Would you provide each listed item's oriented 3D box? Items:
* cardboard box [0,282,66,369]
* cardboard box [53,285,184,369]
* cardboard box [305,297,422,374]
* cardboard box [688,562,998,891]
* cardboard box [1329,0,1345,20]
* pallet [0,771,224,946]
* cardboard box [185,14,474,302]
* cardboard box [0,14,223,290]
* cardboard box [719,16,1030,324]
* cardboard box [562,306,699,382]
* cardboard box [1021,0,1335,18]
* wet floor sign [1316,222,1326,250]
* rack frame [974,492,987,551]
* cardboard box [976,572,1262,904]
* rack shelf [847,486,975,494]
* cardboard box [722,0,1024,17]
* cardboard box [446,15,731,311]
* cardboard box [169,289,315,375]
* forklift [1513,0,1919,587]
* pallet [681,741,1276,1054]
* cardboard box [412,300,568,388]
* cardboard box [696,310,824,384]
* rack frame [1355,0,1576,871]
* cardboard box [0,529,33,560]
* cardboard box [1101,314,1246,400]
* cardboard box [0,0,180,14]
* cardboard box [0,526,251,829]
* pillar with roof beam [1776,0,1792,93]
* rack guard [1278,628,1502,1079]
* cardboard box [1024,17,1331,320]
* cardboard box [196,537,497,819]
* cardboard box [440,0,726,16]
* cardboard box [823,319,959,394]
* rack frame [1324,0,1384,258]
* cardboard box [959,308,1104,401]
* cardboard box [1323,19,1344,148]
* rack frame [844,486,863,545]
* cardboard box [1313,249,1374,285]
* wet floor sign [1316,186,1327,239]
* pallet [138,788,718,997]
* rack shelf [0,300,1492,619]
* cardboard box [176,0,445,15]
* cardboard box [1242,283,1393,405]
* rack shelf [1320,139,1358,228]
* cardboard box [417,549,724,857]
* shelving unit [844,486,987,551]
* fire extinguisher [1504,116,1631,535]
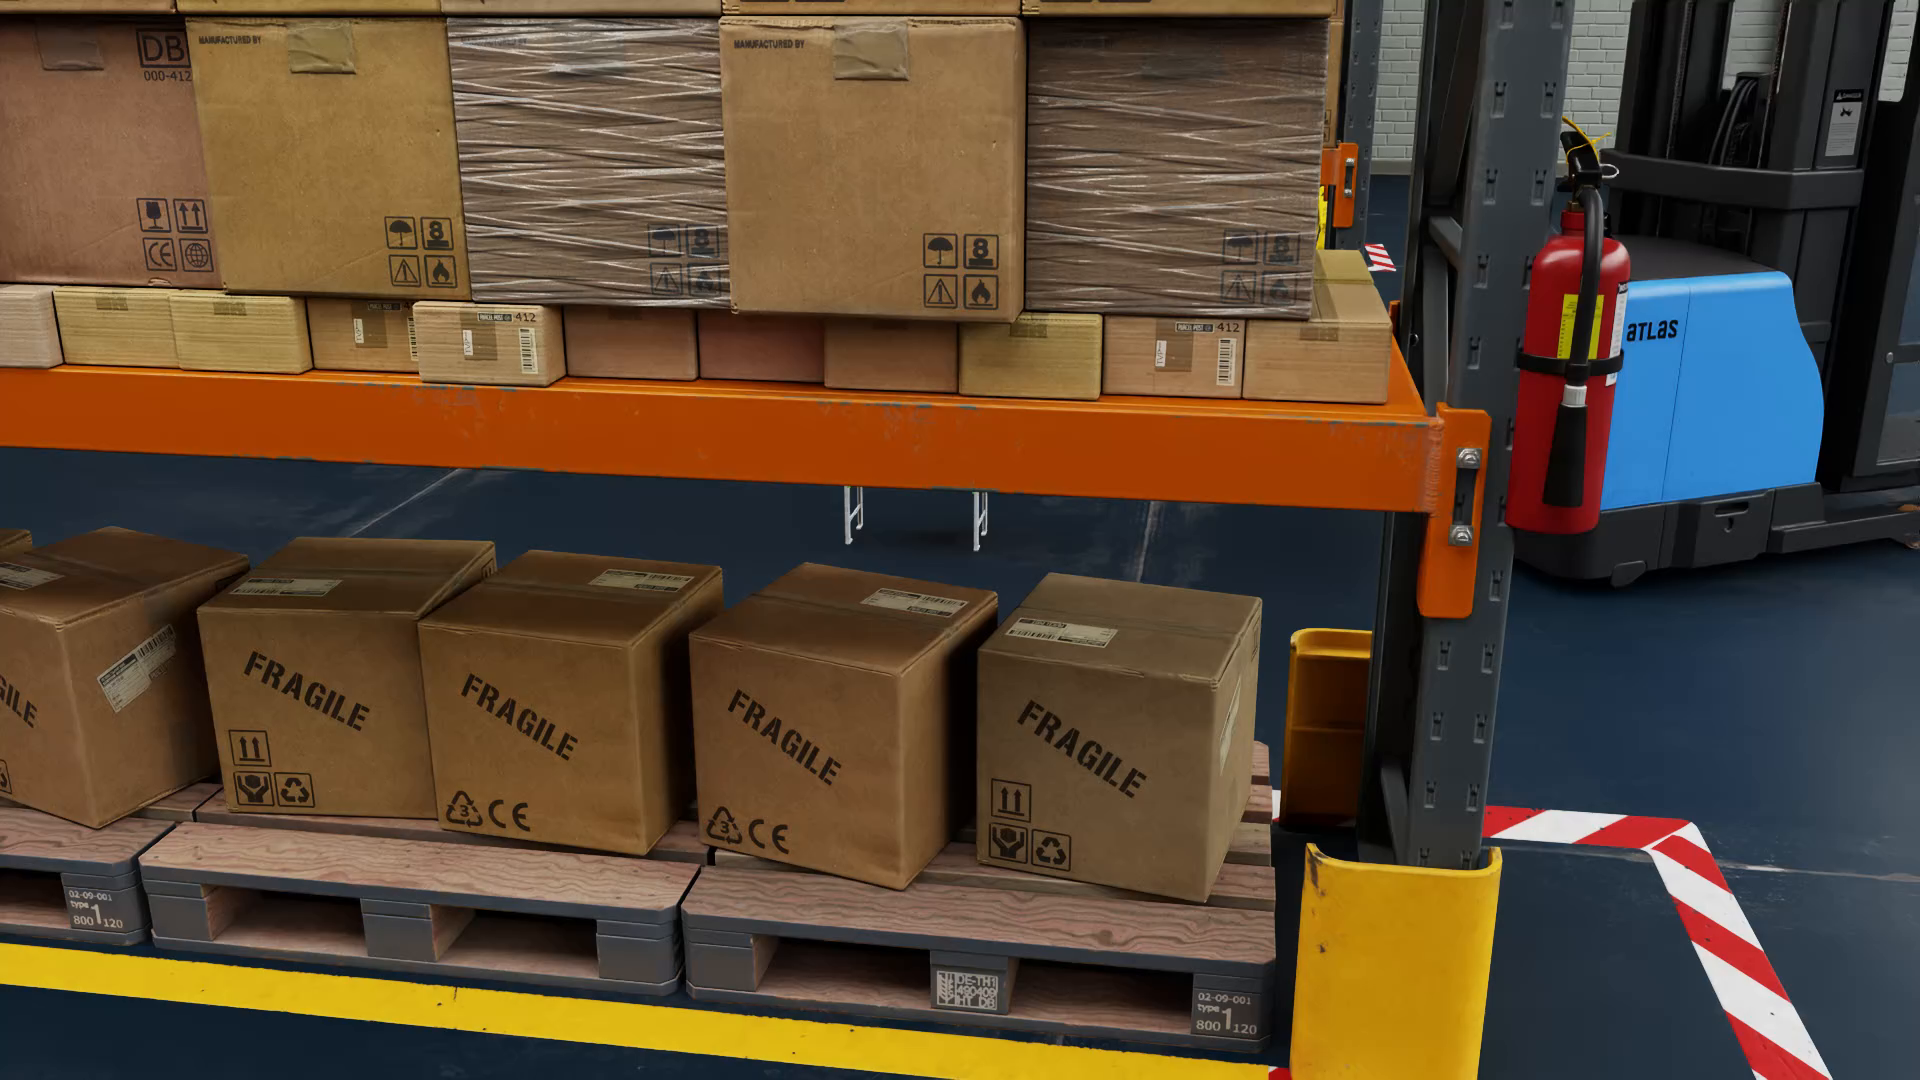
[{"bbox_3d":[-1.834,-0.461,3.348,0.250,0.149,0.380,3,19,9],"label":"cardboard box"},{"bbox_3d":[-1.581,-0.461,3.350,0.250,0.149,0.380,3,19,9],"label":"cardboard box"},{"bbox_3d":[-1.081,-0.447,3.306,0.250,0.149,0.380,3,19,9],"label":"cardboard box"},{"bbox_3d":[-0.243,0.391,3.685,0.500,0.500,0.500,8,20,23],"label":"cardboard box"},{"bbox_3d":[1.492,-2.702,7.713,0.550,0.550,0.875,3,19,9],"label":"cardboard box"},{"bbox_3d":[-2.315,0.605,4.163,1.213,0.211,1.003,3,19,9],"label":"pallet"},{"bbox_3d":[-1.064,-0.819,3.397,0.500,0.500,0.875,3,19,9],"label":"cardboard box"},{"bbox_3d":[-1.551,-0.857,3.511,0.500,0.500,0.875,3,19,9],"label":"cardboard box"},{"bbox_3d":[-0.085,-0.751,3.195,0.500,0.500,0.875,3,19,9],"label":"cardboard box"},{"bbox_3d":[-0.585,-0.427,3.249,0.250,0.149,0.380,3,19,9],"label":"cardboard box"},{"bbox_3d":[0.384,-1.152,2.817,0.500,0.500,0.500,3,19,9],"label":"cardboard box"},{"bbox_3d":[2.195,-1.590,10.039,0.232,0.644,0.267,0,19,-1],"label":"wet floor sign"},{"bbox_3d":[0.077,-0.565,6.101,0.015,1.200,0.240,3,19,9],"label":"rack frame"},{"bbox_3d":[0.352,0.410,3.627,0.500,0.500,0.500,7,20,19],"label":"cardboard box"},{"bbox_3d":[-0.163,-0.289,6.234,0.480,0.148,0.258,3,19,9],"label":"rack shelf"},{"bbox_3d":[-0.111,-1.175,2.887,0.500,0.500,0.500,3,19,9],"label":"cardboard box"},{"bbox_3d":[-0.572,-0.790,3.311,0.500,0.500,0.875,3,19,9],"label":"cardboard box"},{"bbox_3d":[-1.336,-0.445,3.302,0.250,0.149,0.380,3,19,9],"label":"cardboard box"},{"bbox_3d":[3.291,-1.503,6.177,3.031,2.935,1.130,-7,20,-20],"label":"forklift"},{"bbox_3d":[0.095,0.727,3.796,1.213,0.211,1.003,3,19,9],"label":"pallet"},{"bbox_3d":[-0.846,-0.412,3.204,0.250,0.149,0.380,3,19,9],"label":"cardboard box"},{"bbox_3d":[-0.334,-0.422,3.233,0.250,0.149,0.380,3,19,9],"label":"cardboard box"},{"bbox_3d":[0.966,-0.539,3.187,0.127,3.000,1.000,3,19,9],"label":"rack frame"},{"bbox_3d":[-2.595,0.278,4.021,0.500,0.500,0.500,2,19,7],"label":"cardboard box"},{"bbox_3d":[0.405,-0.382,3.115,0.250,0.149,0.380,3,19,9],"label":"cardboard box"},{"bbox_3d":[-1.592,-1.251,3.112,0.500,0.500,0.500,3,19,9],"label":"cardboard box"},{"bbox_3d":[-2.028,0.305,3.942,0.500,0.500,0.500,9,21,26],"label":"cardboard box"},{"bbox_3d":[8.018,-6.711,12.178,0.400,9.000,9.100,3,19,9],"label":"pillar with roof beam"},{"bbox_3d":[0.891,0.642,3.595,0.348,0.500,1.175,3,19,9],"label":"rack guard"},{"bbox_3d":[0.427,-0.764,3.232,0.500,0.500,0.875,3,19,9],"label":"cardboard box"},{"bbox_3d":[-1.402,0.312,3.922,0.500,0.500,0.500,1,19,4],"label":"cardboard box"},{"bbox_3d":[-0.604,-1.201,2.964,0.500,0.500,0.500,3,19,9],"label":"cardboard box"},{"bbox_3d":[-0.094,-0.396,3.156,0.250,0.149,0.380,3,19,9],"label":"cardboard box"},{"bbox_3d":[1.853,-2.088,7.816,0.127,3.000,1.000,3,19,9],"label":"rack frame"},{"bbox_3d":[0.150,-0.379,3.104,0.250,0.149,0.380,3,19,9],"label":"cardboard box"},{"bbox_3d":[1.479,-2.164,7.806,0.550,0.550,0.875,3,19,9],"label":"cardboard box"},{"bbox_3d":[-0.404,-0.590,6.174,0.015,1.200,0.240,3,19,9],"label":"rack frame"},{"bbox_3d":[0.723,-0.509,3.493,0.250,0.149,0.380,3,19,9],"label":"cardboard box"},{"bbox_3d":[2.556,-2.183,11.809,0.232,0.644,0.267,10,21,27],"label":"wet floor sign"},{"bbox_3d":[-1.106,0.665,3.982,1.213,0.211,1.003,3,19,9],"label":"pallet"},{"bbox_3d":[-1.009,-0.299,3.602,4.000,0.370,1.077,3,19,9],"label":"rack shelf"},{"bbox_3d":[-1.096,-1.229,3.047,0.500,0.500,0.500,3,19,9],"label":"cardboard box"},{"bbox_3d":[0.652,-0.370,3.077,0.250,0.149,0.380,3,19,9],"label":"cardboard box"},{"bbox_3d":[-0.122,-1.847,8.231,4.000,0.370,1.077,3,19,9],"label":"rack shelf"},{"bbox_3d":[-0.858,0.354,3.796,0.500,0.500,0.500,5,19,14],"label":"cardboard box"},{"bbox_3d":[-0.163,-0.577,6.138,0.503,1.200,0.258,3,19,9],"label":"shelving unit"},{"bbox_3d":[1.006,-0.352,2.751,0.183,0.674,0.296,3,19,9],"label":"fire extinguisher"}]
